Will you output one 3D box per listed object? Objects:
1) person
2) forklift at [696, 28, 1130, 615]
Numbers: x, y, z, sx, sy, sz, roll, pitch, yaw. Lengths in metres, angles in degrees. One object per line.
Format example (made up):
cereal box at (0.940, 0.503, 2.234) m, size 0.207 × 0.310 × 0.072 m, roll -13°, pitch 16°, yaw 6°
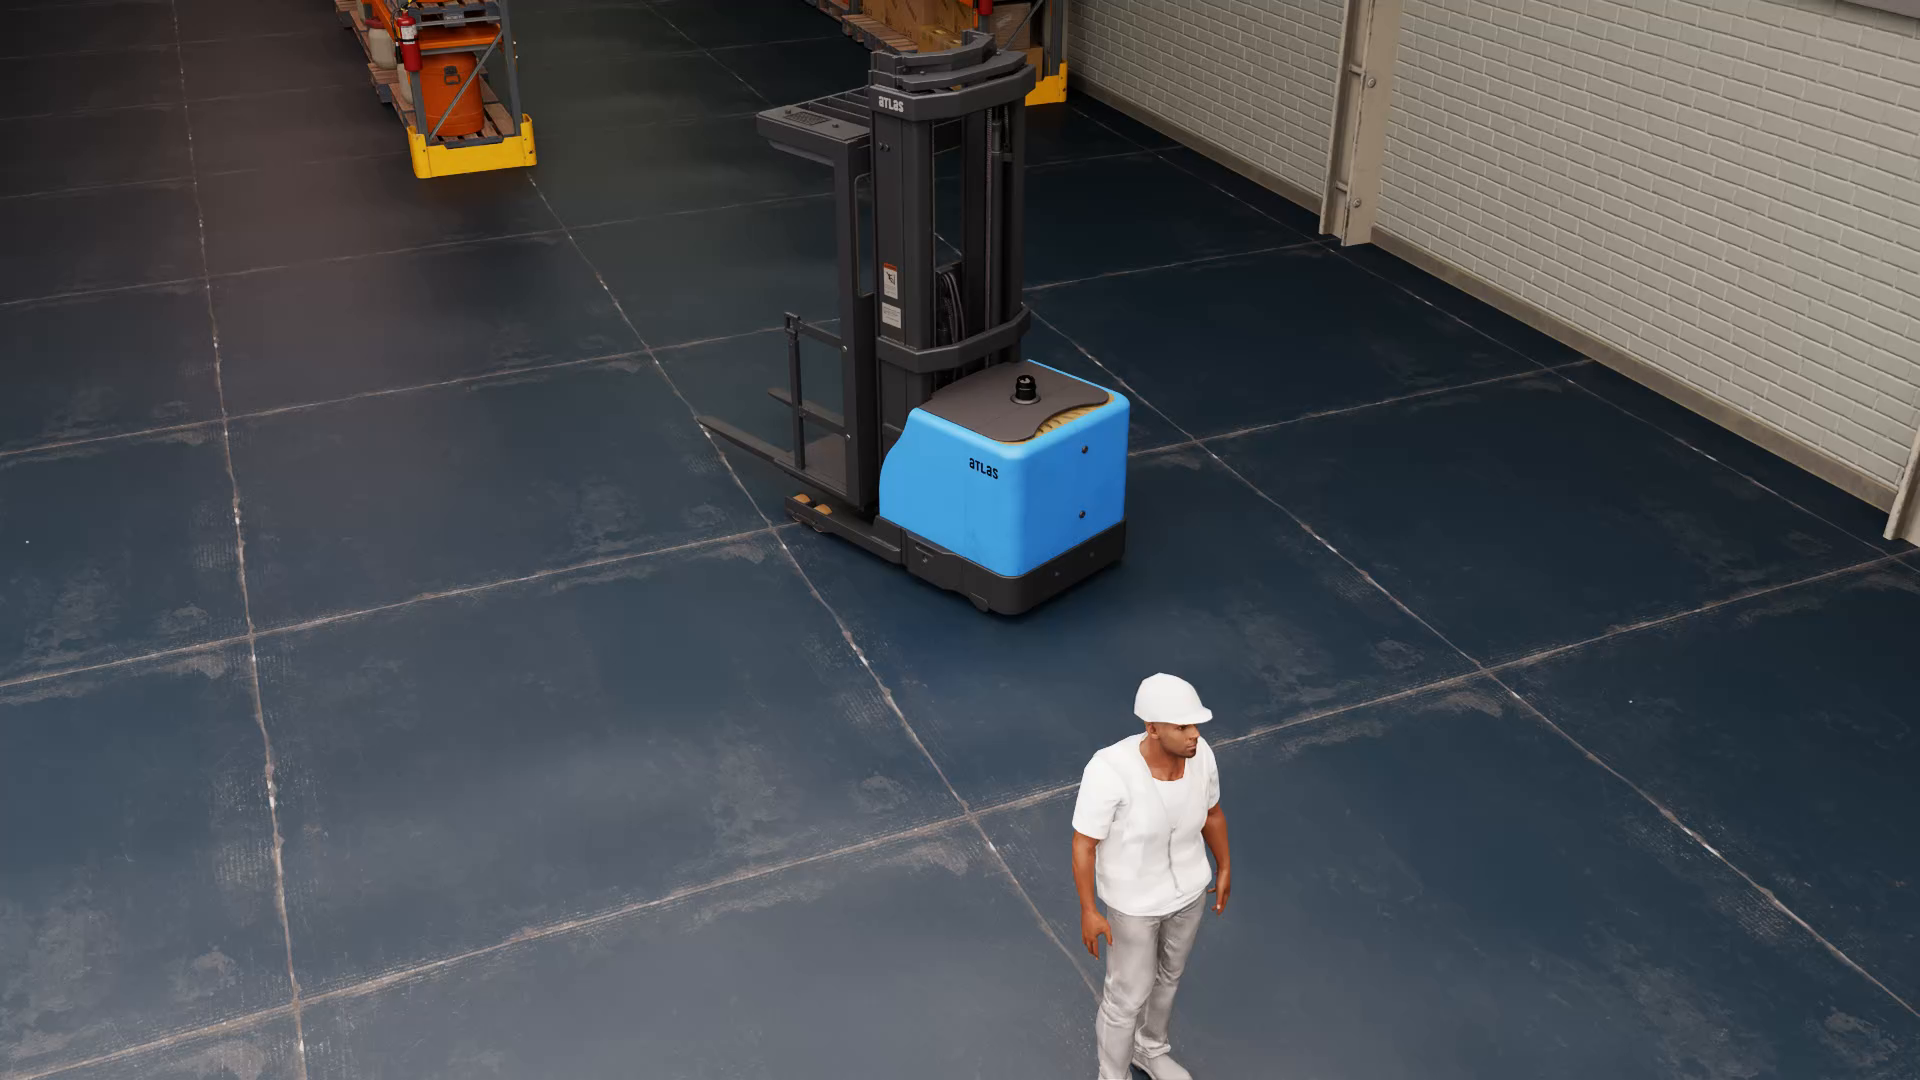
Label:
person at (0.741, 1.304, 5.998) m, size 0.666 × 1.765 × 0.578 m, roll -16°, pitch 34°, yaw -26°
forklift at (-0.436, -1.483, 9.714) m, size 3.031 × 2.935 × 1.130 m, roll 26°, pitch 39°, yaw 37°
